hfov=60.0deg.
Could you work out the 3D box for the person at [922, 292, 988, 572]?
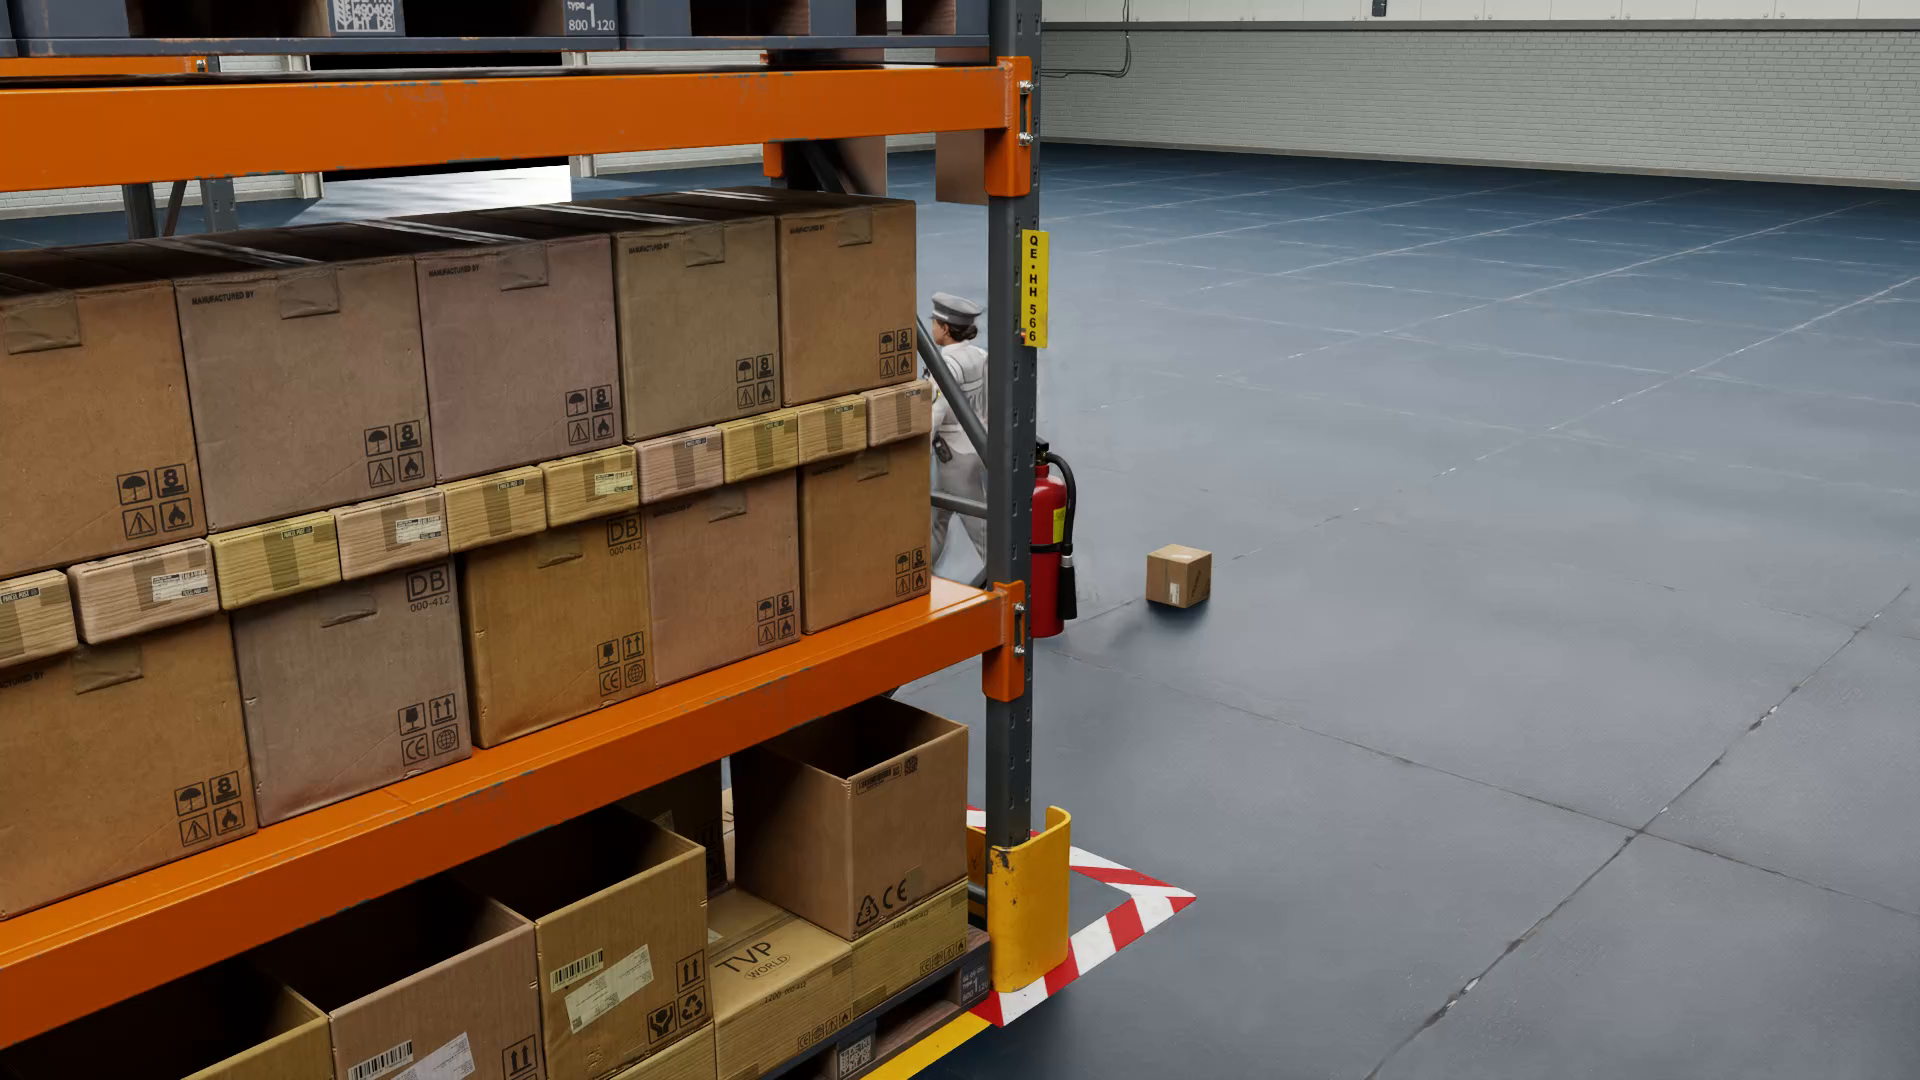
[{"bbox_3d":[-0.072,-0.426,8.348,0.916,1.633,0.531,7,18,21],"label":"person"}]
